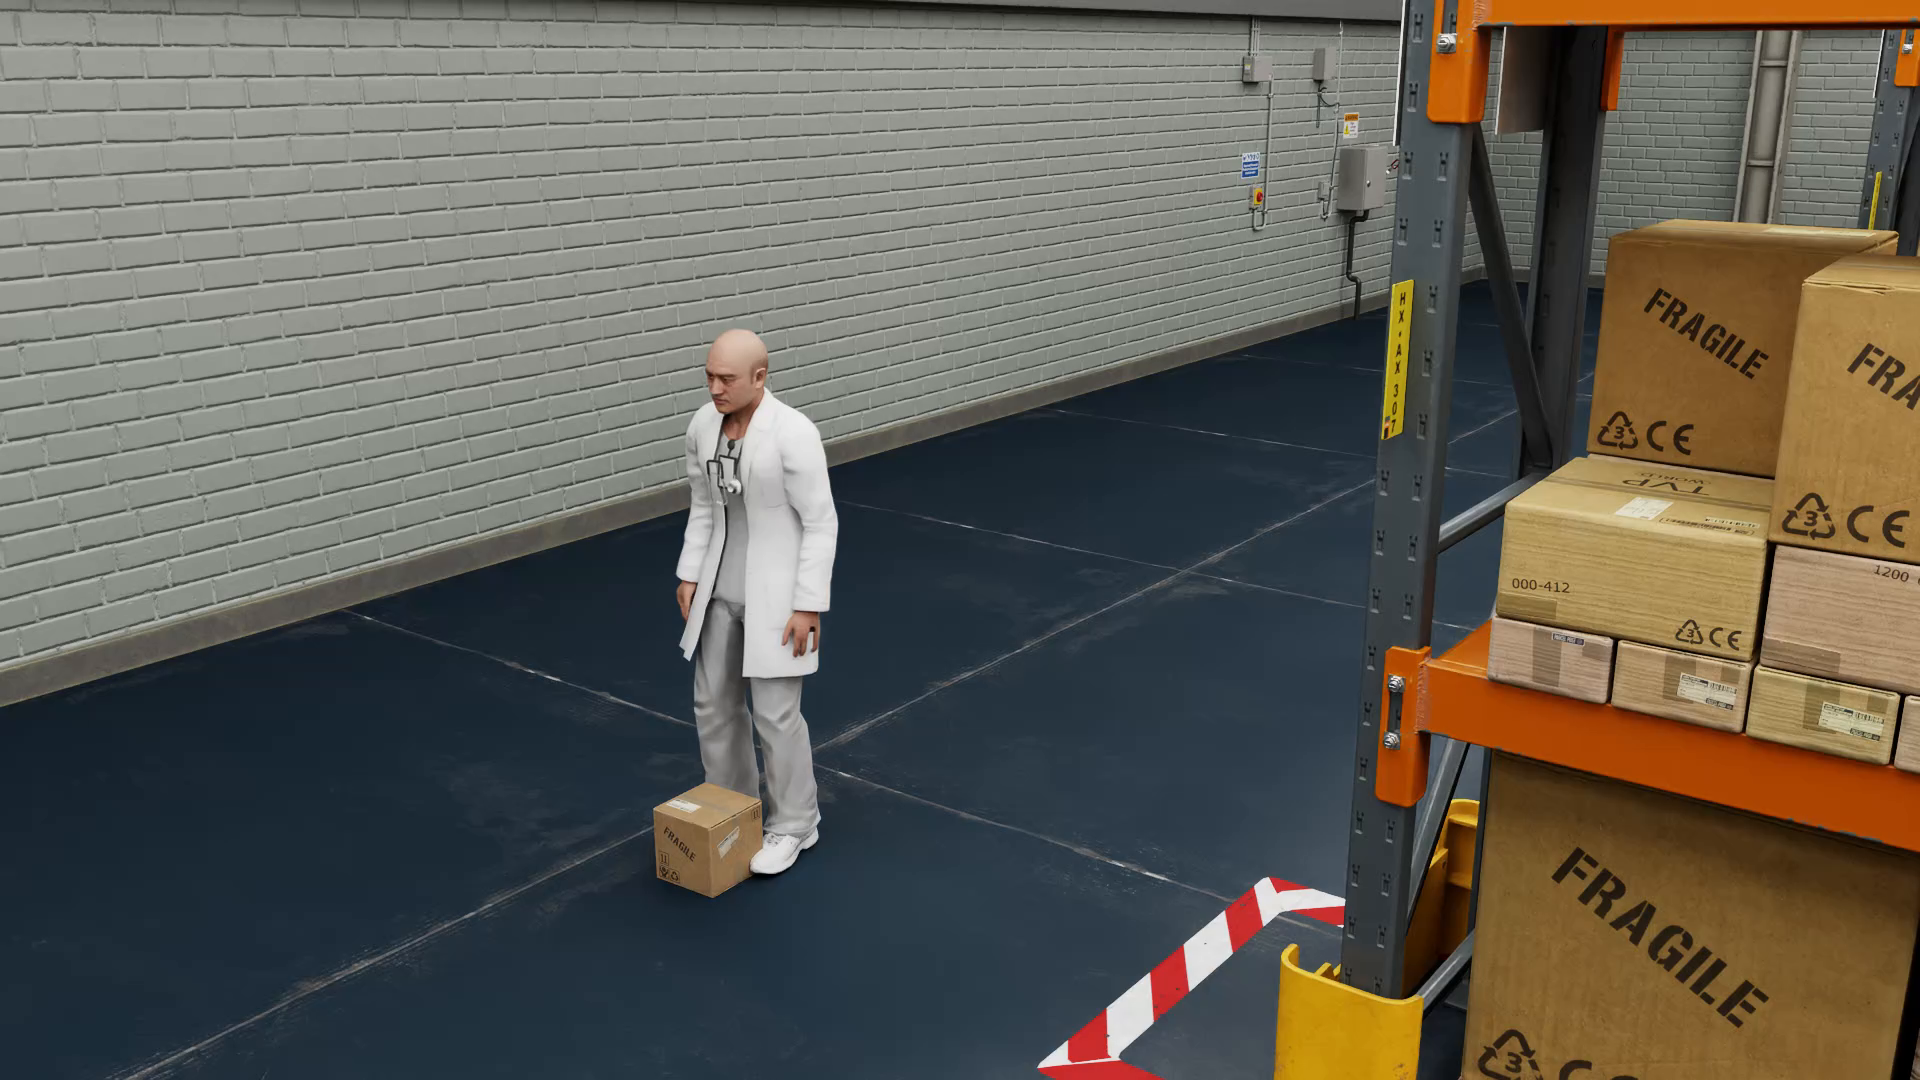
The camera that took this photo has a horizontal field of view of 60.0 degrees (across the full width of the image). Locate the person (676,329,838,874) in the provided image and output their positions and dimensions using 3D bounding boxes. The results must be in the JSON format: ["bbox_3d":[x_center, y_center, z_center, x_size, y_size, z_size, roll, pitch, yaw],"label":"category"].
[{"bbox_3d":[-0.679,0.282,5.450,0.640,1.577,0.426,12,20,35],"label":"person"}]
